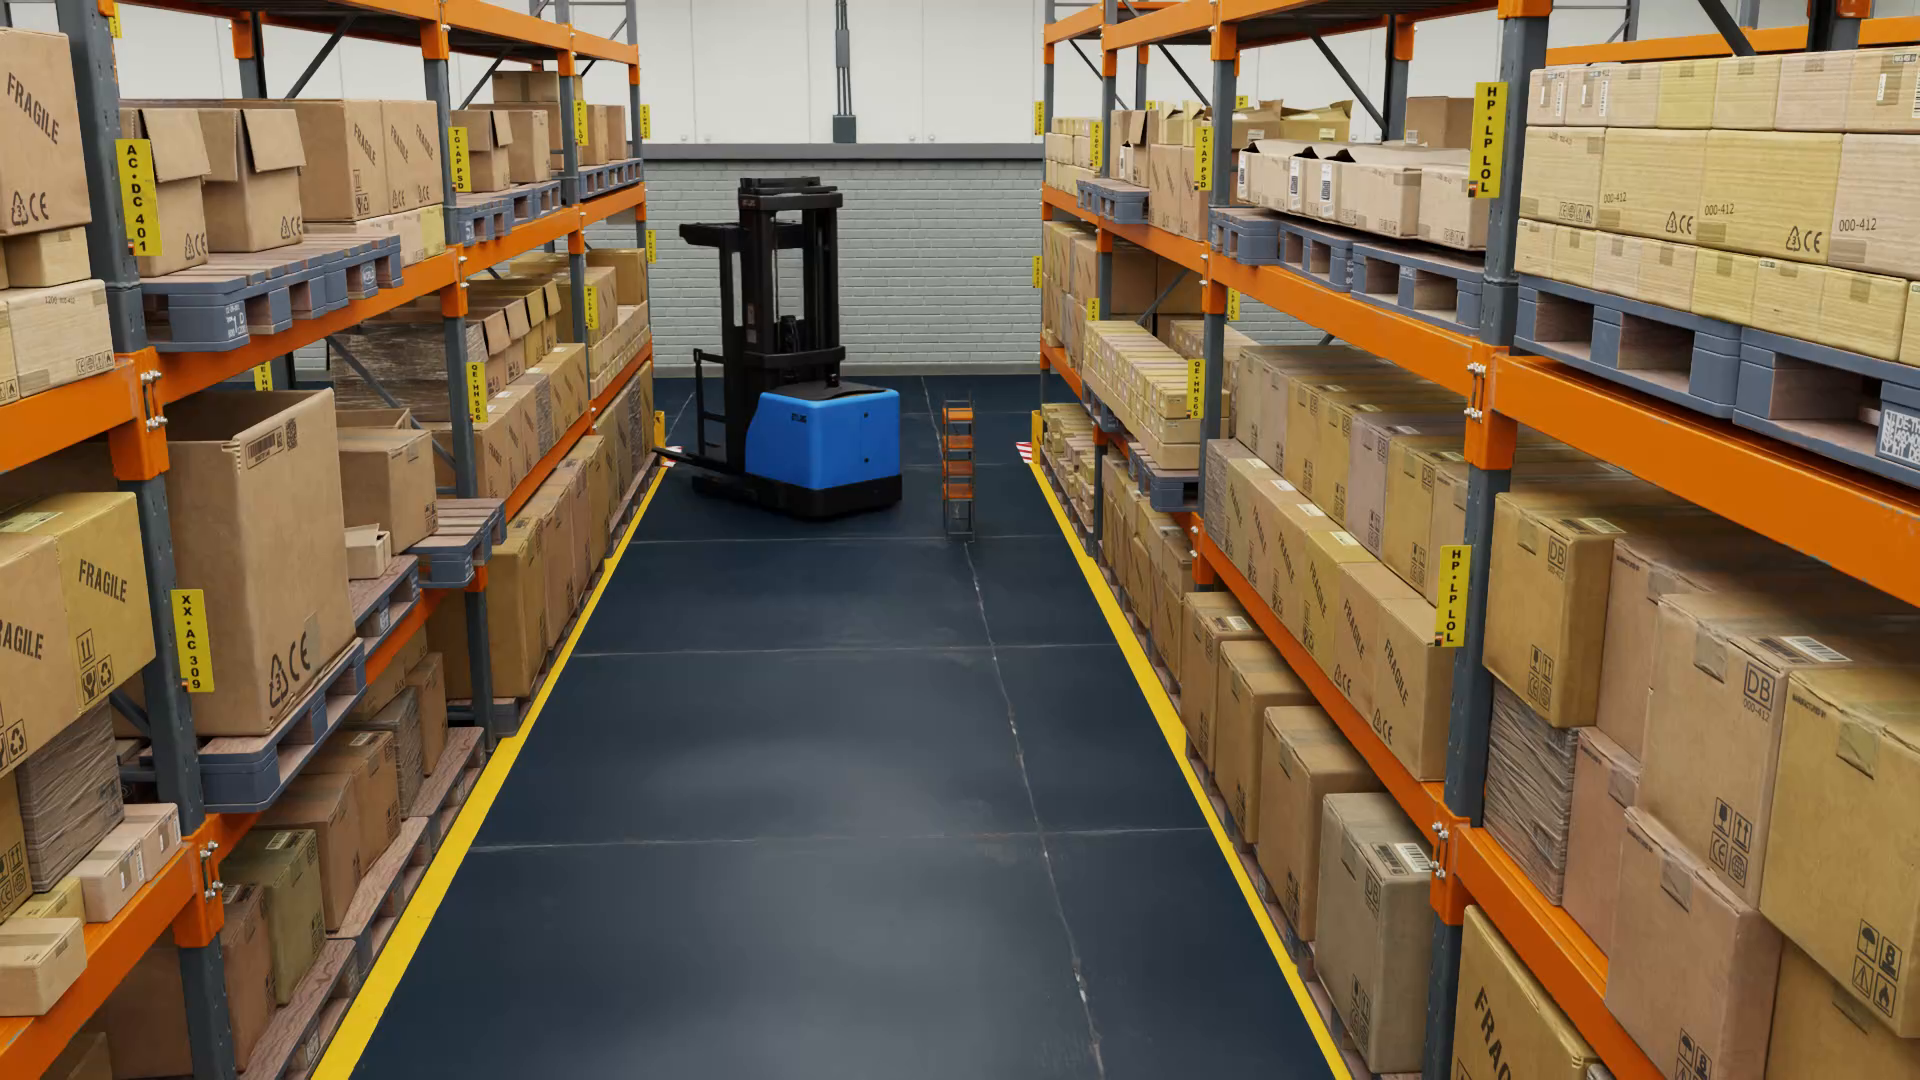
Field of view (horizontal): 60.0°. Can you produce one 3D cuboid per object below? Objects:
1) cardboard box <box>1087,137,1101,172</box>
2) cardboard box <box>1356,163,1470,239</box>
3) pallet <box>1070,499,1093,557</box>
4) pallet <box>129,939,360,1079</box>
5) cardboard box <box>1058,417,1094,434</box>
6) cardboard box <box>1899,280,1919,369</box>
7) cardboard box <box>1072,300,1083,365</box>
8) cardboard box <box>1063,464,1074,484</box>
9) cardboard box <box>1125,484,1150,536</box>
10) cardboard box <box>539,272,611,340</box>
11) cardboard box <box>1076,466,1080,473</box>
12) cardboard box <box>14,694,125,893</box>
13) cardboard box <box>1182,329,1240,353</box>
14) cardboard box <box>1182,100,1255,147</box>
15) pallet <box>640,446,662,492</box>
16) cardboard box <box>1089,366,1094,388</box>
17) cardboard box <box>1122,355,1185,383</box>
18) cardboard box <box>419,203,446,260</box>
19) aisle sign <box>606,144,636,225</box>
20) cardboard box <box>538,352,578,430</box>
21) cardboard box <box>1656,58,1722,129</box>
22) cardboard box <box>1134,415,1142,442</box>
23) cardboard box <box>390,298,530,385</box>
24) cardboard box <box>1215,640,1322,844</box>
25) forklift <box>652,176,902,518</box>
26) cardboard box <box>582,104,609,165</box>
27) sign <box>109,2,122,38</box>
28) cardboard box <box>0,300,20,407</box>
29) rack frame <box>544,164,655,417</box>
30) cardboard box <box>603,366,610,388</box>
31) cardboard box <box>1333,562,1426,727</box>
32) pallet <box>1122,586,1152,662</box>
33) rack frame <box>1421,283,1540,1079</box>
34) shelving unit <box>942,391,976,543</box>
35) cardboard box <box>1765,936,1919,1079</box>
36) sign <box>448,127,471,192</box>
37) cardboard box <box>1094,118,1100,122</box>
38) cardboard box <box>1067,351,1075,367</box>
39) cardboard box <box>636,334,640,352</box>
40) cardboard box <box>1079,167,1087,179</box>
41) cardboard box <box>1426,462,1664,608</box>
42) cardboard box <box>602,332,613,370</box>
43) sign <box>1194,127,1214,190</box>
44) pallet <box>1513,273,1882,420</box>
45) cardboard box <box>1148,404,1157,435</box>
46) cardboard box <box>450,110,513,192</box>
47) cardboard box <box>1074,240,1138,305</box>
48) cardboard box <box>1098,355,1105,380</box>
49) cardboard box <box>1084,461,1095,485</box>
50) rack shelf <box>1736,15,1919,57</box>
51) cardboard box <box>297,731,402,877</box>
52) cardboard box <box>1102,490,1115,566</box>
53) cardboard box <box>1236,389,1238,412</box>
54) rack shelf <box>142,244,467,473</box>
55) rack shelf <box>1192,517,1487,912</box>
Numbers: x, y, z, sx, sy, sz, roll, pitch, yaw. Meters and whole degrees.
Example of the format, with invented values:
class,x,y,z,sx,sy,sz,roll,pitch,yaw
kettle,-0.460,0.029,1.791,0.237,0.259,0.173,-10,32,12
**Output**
class,x,y,z,sx,sy,sz,roll,pitch,yaw
cardboard box,1.295,-3.036,13.084,0.500,0.250,0.500,-2,15,-6
cardboard box,1.777,-1.249,6.098,0.500,0.250,0.500,-1,14,-4
pallet,1.500,-0.119,14.065,1.003,0.211,1.213,-1,14,-3
pallet,-2.934,1.895,6.237,1.003,0.211,1.213,-1,14,-3
cardboard box,1.146,-1.081,15.893,0.380,0.149,0.250,-2,15,-6
cardboard box,1.868,-0.358,2.839,0.380,0.149,0.250,-1,14,-3
cardboard box,1.234,-1.740,13.973,0.500,0.500,0.500,-1,14,-5
cardboard box,1.151,-0.601,15.219,0.380,0.149,0.250,-1,14,-3
cardboard box,1.422,-0.212,11.498,0.500,0.250,0.500,0,14,-1
cardboard box,-3.177,-1.932,13.713,0.500,0.500,0.500,-1,14,-3
cardboard box,1.224,-0.603,14.634,0.380,0.149,0.250,-1,14,-2
cardboard box,-2.918,0.659,4.649,0.875,0.500,0.500,-1,14,-3
cardboard box,1.828,-1.445,12.089,0.380,0.149,0.250,-1,14,-5
cardboard box,1.494,-2.404,9.592,0.396,0.266,0.258,-1,14,-3
pallet,-3.500,-0.698,16.316,1.003,0.211,1.213,-1,14,-3
cardboard box,1.165,-1.211,12.373,0.380,0.149,0.250,-1,14,-3
cardboard box,1.259,-1.114,10.805,0.380,0.149,0.250,0,14,-1
cardboard box,-2.858,-1.522,8.204,0.500,0.250,0.500,-1,14,-3
aisle sign,-3.332,-3.528,16.500,0.394,0.787,0.004,-1,14,-3
cardboard box,-3.054,-1.065,11.943,0.500,0.500,0.500,0,14,-2
cardboard box,1.804,-0.997,3.722,0.380,0.149,0.250,-1,14,-4
cardboard box,1.294,-0.693,10.362,0.380,0.149,0.250,-1,14,-4
cardboard box,-3.247,-1.302,10.852,0.797,0.503,0.637,0,14,-2
cardboard box,1.830,0.948,7.993,1.050,0.750,0.750,-1,14,-3
forklift,-1.893,-1.911,15.571,1.130,2.935,3.031,-13,19,-41
cardboard box,-3.408,-3.464,14.206,0.700,0.500,0.500,0,14,-1
sign,-8.023,-4.931,15.781,0.100,0.325,0.005,-1,14,-3
cardboard box,-2.573,-0.402,3.852,0.500,0.250,0.500,-1,14,-2
rack frame,-3.627,-2.246,16.737,1.000,3.000,0.127,-1,14,-3
cardboard box,-3.099,-1.339,13.716,0.380,0.149,0.250,0,14,-2
cardboard box,1.742,0.387,6.302,0.500,0.500,0.500,-1,14,-4
pallet,1.705,0.545,11.483,1.003,0.211,1.213,-1,14,-3
rack frame,2.073,0.687,5.337,1.000,3.000,0.127,-1,14,-3
shelving unit,-0.010,-0.622,14.037,0.258,1.200,0.503,-1,14,-3
cardboard box,2.213,1.109,3.397,0.875,0.550,0.500,-1,14,-3
sign,-2.590,-1.968,8.596,0.100,0.325,0.005,-1,14,-3
cardboard box,1.258,-3.257,13.144,0.380,0.149,0.250,-1,14,-2
cardboard box,1.157,-1.636,14.870,0.380,0.149,0.250,-1,14,-2
cardboard box,-3.230,-1.852,15.707,0.380,0.149,0.250,-1,14,-2
cardboard box,1.258,-2.925,13.657,0.500,0.250,0.500,-1,14,-4
cardboard box,2.036,0.031,5.680,0.700,0.500,0.500,-1,14,-4
cardboard box,-3.173,-1.567,13.803,0.500,0.250,0.500,-1,14,-4
sign,1.283,-2.003,8.735,0.100,0.325,0.005,-1,14,-3
pallet,2.113,-0.519,4.183,1.003,0.211,1.213,-1,14,-3
cardboard box,1.322,-0.716,9.854,0.380,0.149,0.250,0,14,-1
cardboard box,-3.280,-2.470,10.538,0.797,0.503,0.637,-1,14,-4
cardboard box,1.241,-2.221,13.834,0.500,0.500,0.500,-1,14,-5
cardboard box,1.194,-1.230,11.853,0.380,0.149,0.250,-2,15,-6
cardboard box,1.240,-0.561,13.872,0.380,0.149,0.250,-1,14,-3
rack shelf,6.635,-3.270,10.924,1.077,0.370,4.000,-1,14,-3
cardboard box,-2.981,1.186,7.531,0.700,0.500,0.500,0,14,1
cardboard box,1.358,-0.108,12.599,0.500,0.500,0.500,0,14,-1
cardboard box,1.941,-0.854,10.389,0.380,0.149,0.250,-1,14,-3
rack shelf,-3.008,-0.863,6.787,1.077,0.370,4.000,-1,14,-3
rack shelf,1.949,0.538,7.360,1.077,0.370,4.000,-1,14,-3
